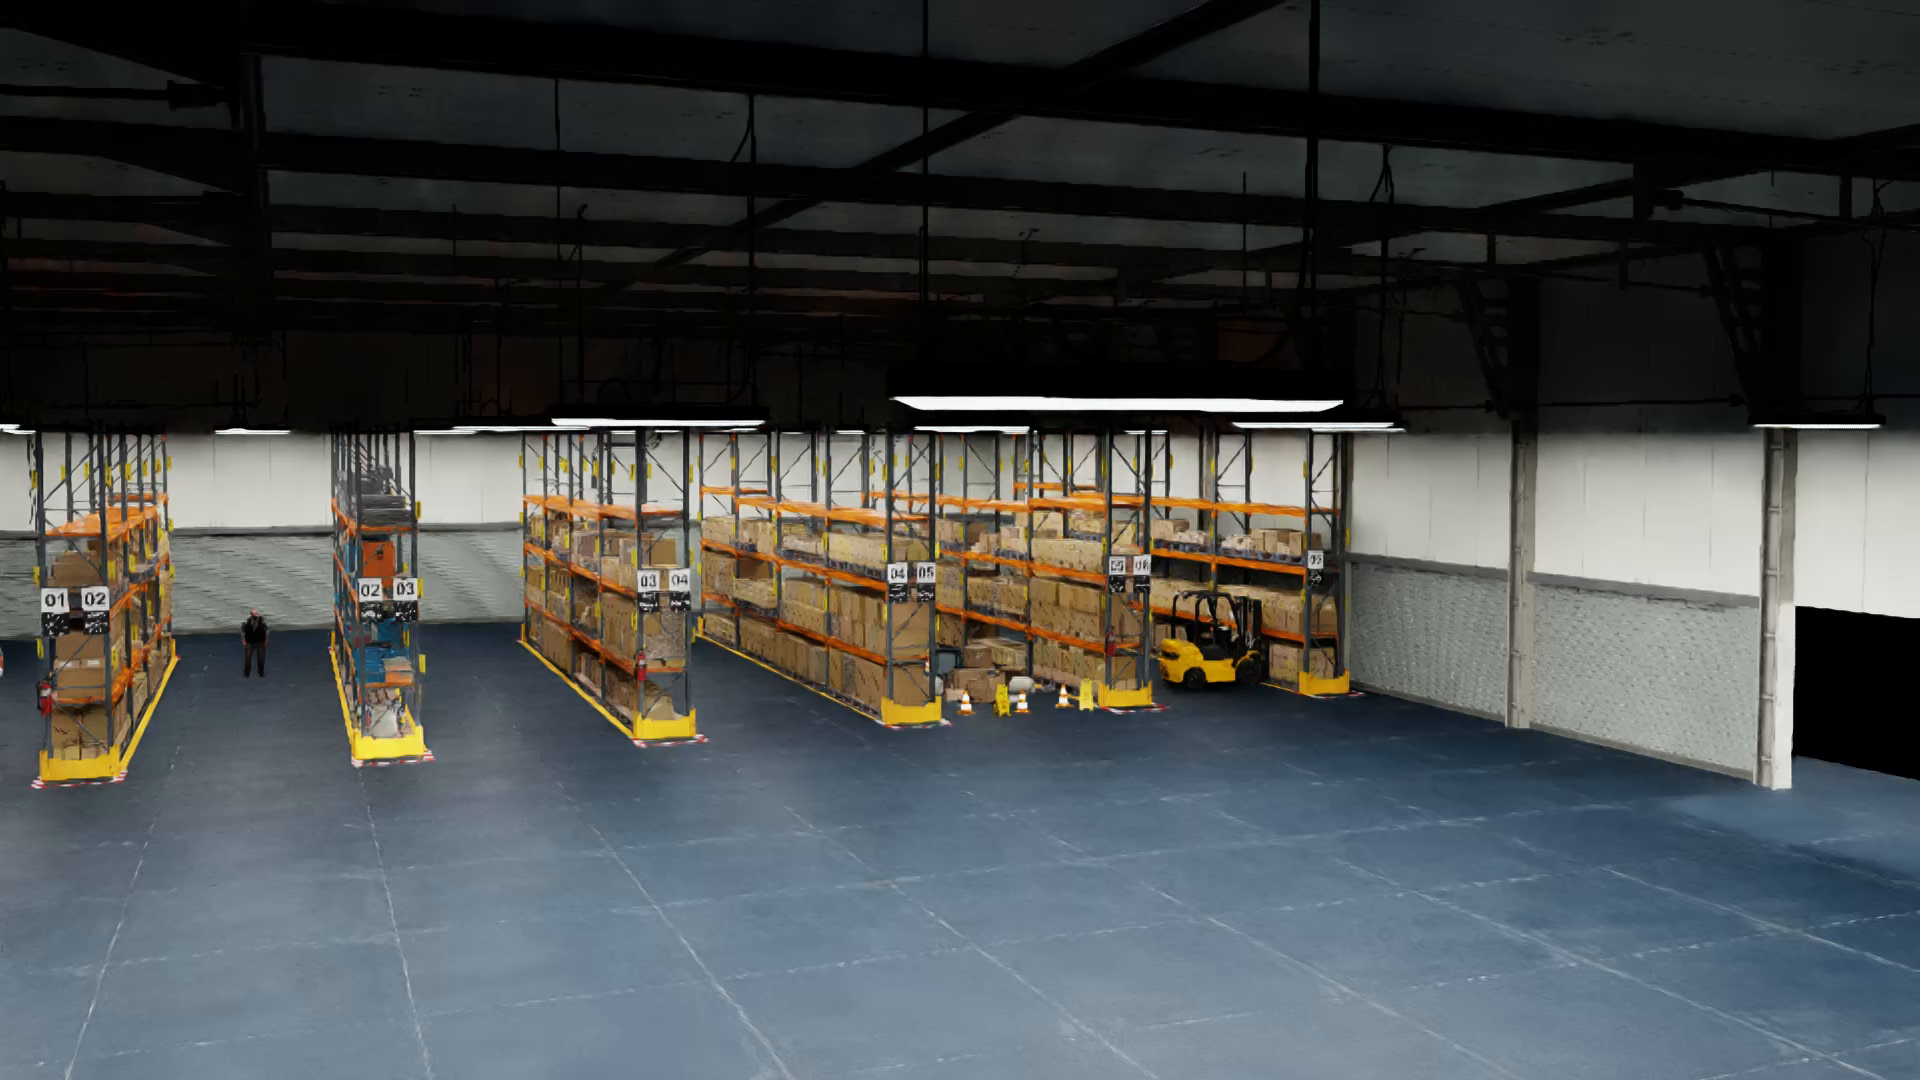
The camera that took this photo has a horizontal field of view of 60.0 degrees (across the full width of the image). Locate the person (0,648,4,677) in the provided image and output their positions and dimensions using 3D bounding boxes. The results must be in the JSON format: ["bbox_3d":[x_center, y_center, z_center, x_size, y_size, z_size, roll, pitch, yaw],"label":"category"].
[{"bbox_3d":[-20.001,2.728,34.131,0.677,1.742,0.552,-2,4,-24],"label":"person"}]

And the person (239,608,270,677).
[{"bbox_3d":[-16.724,2.430,39.437,0.677,1.674,0.534,-2,4,-24],"label":"person"}]
